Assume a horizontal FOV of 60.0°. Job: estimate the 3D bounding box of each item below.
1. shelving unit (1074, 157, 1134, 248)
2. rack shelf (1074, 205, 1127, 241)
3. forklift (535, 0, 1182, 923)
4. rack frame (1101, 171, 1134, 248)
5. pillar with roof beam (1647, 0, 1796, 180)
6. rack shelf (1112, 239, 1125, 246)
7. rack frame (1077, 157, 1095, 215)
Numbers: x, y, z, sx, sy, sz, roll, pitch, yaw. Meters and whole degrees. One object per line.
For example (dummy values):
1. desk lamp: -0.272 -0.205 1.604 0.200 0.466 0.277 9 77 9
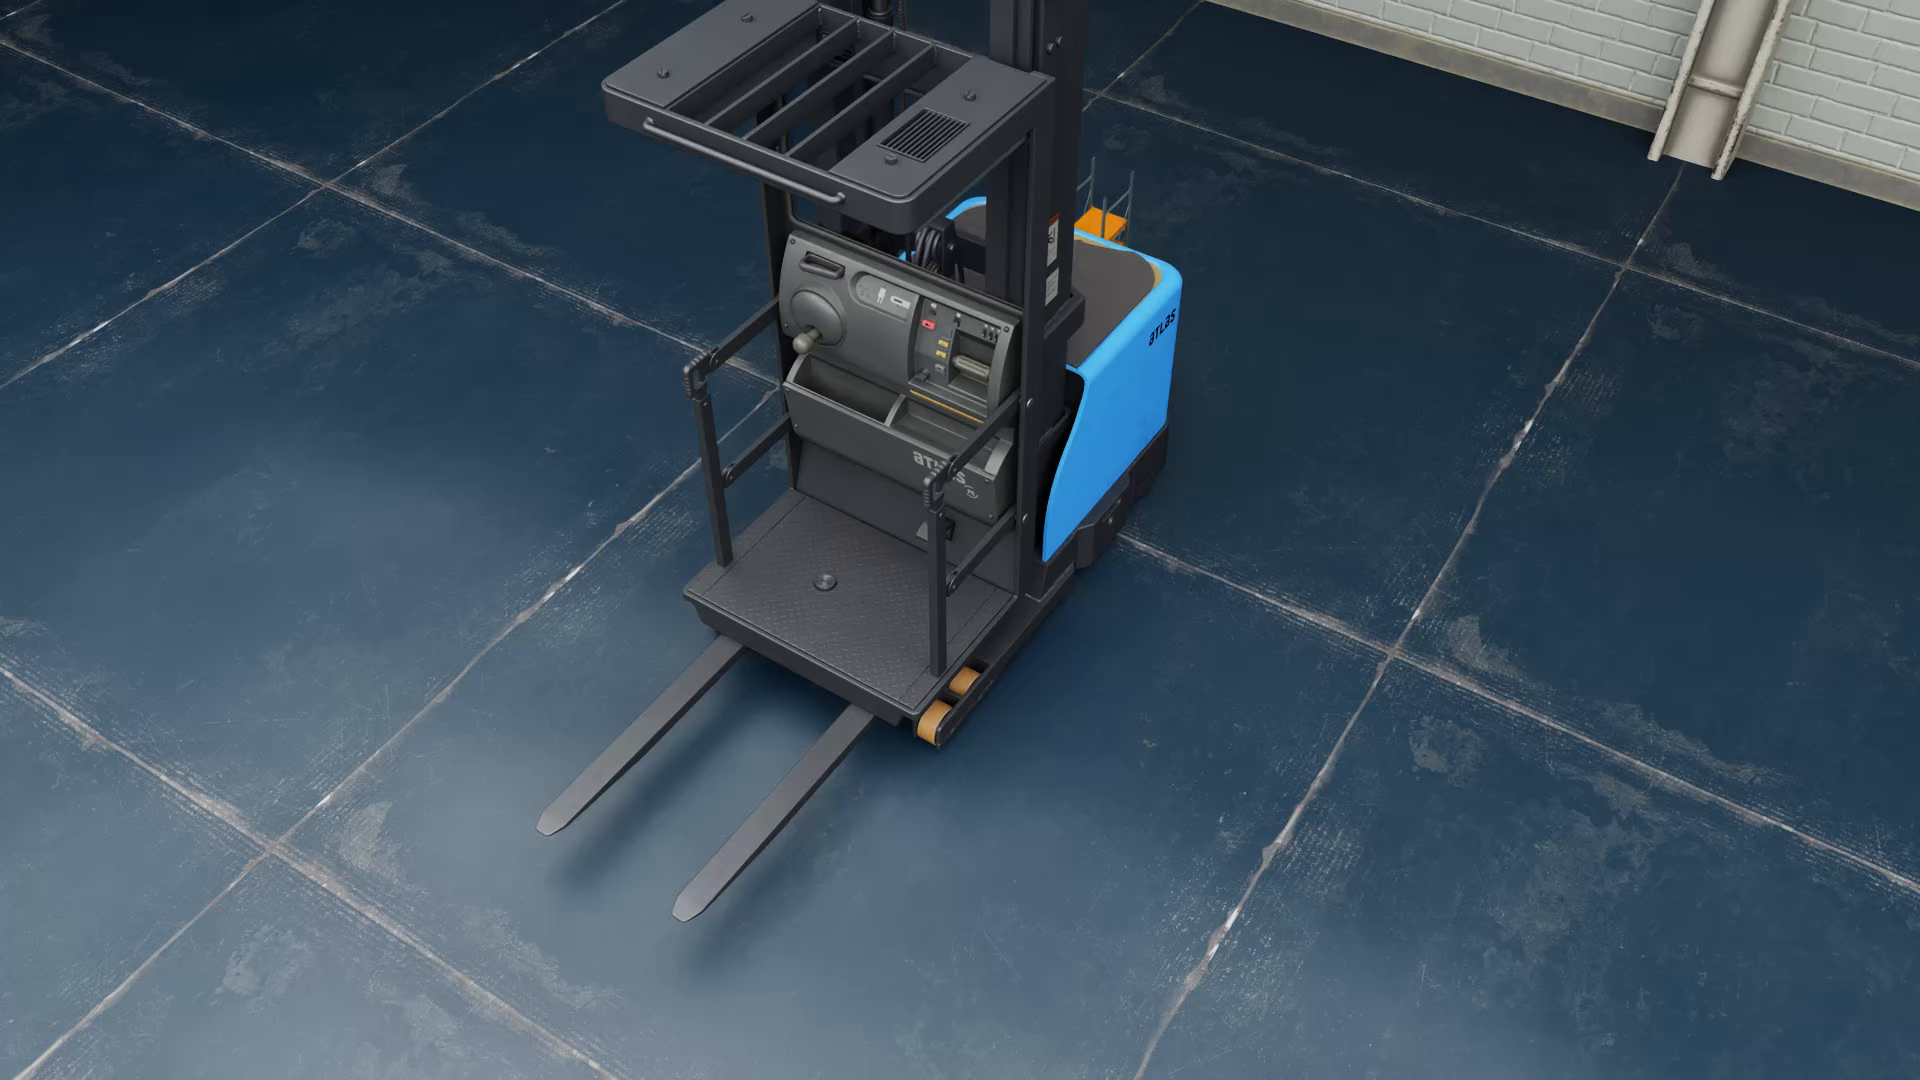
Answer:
1. shelving unit: 0.563 -1.046 7.151 0.189 1.200 0.258 25 51 23
2. rack shelf: 0.563 -1.266 6.925 0.180 0.103 0.258 25 51 23
3. forklift: -0.344 -0.650 5.559 1.130 2.935 3.031 25 51 23
4. rack frame: 0.639 -1.010 7.116 0.006 1.200 0.240 25 51 23
5. pillar with roof beam: 1.632 -2.614 3.237 0.400 9.000 9.100 25 51 22
6. rack shelf: 0.563 -1.182 7.011 0.180 0.103 0.258 25 51 23
7. rack frame: 0.487 -1.082 7.187 0.006 1.200 0.240 25 51 23
